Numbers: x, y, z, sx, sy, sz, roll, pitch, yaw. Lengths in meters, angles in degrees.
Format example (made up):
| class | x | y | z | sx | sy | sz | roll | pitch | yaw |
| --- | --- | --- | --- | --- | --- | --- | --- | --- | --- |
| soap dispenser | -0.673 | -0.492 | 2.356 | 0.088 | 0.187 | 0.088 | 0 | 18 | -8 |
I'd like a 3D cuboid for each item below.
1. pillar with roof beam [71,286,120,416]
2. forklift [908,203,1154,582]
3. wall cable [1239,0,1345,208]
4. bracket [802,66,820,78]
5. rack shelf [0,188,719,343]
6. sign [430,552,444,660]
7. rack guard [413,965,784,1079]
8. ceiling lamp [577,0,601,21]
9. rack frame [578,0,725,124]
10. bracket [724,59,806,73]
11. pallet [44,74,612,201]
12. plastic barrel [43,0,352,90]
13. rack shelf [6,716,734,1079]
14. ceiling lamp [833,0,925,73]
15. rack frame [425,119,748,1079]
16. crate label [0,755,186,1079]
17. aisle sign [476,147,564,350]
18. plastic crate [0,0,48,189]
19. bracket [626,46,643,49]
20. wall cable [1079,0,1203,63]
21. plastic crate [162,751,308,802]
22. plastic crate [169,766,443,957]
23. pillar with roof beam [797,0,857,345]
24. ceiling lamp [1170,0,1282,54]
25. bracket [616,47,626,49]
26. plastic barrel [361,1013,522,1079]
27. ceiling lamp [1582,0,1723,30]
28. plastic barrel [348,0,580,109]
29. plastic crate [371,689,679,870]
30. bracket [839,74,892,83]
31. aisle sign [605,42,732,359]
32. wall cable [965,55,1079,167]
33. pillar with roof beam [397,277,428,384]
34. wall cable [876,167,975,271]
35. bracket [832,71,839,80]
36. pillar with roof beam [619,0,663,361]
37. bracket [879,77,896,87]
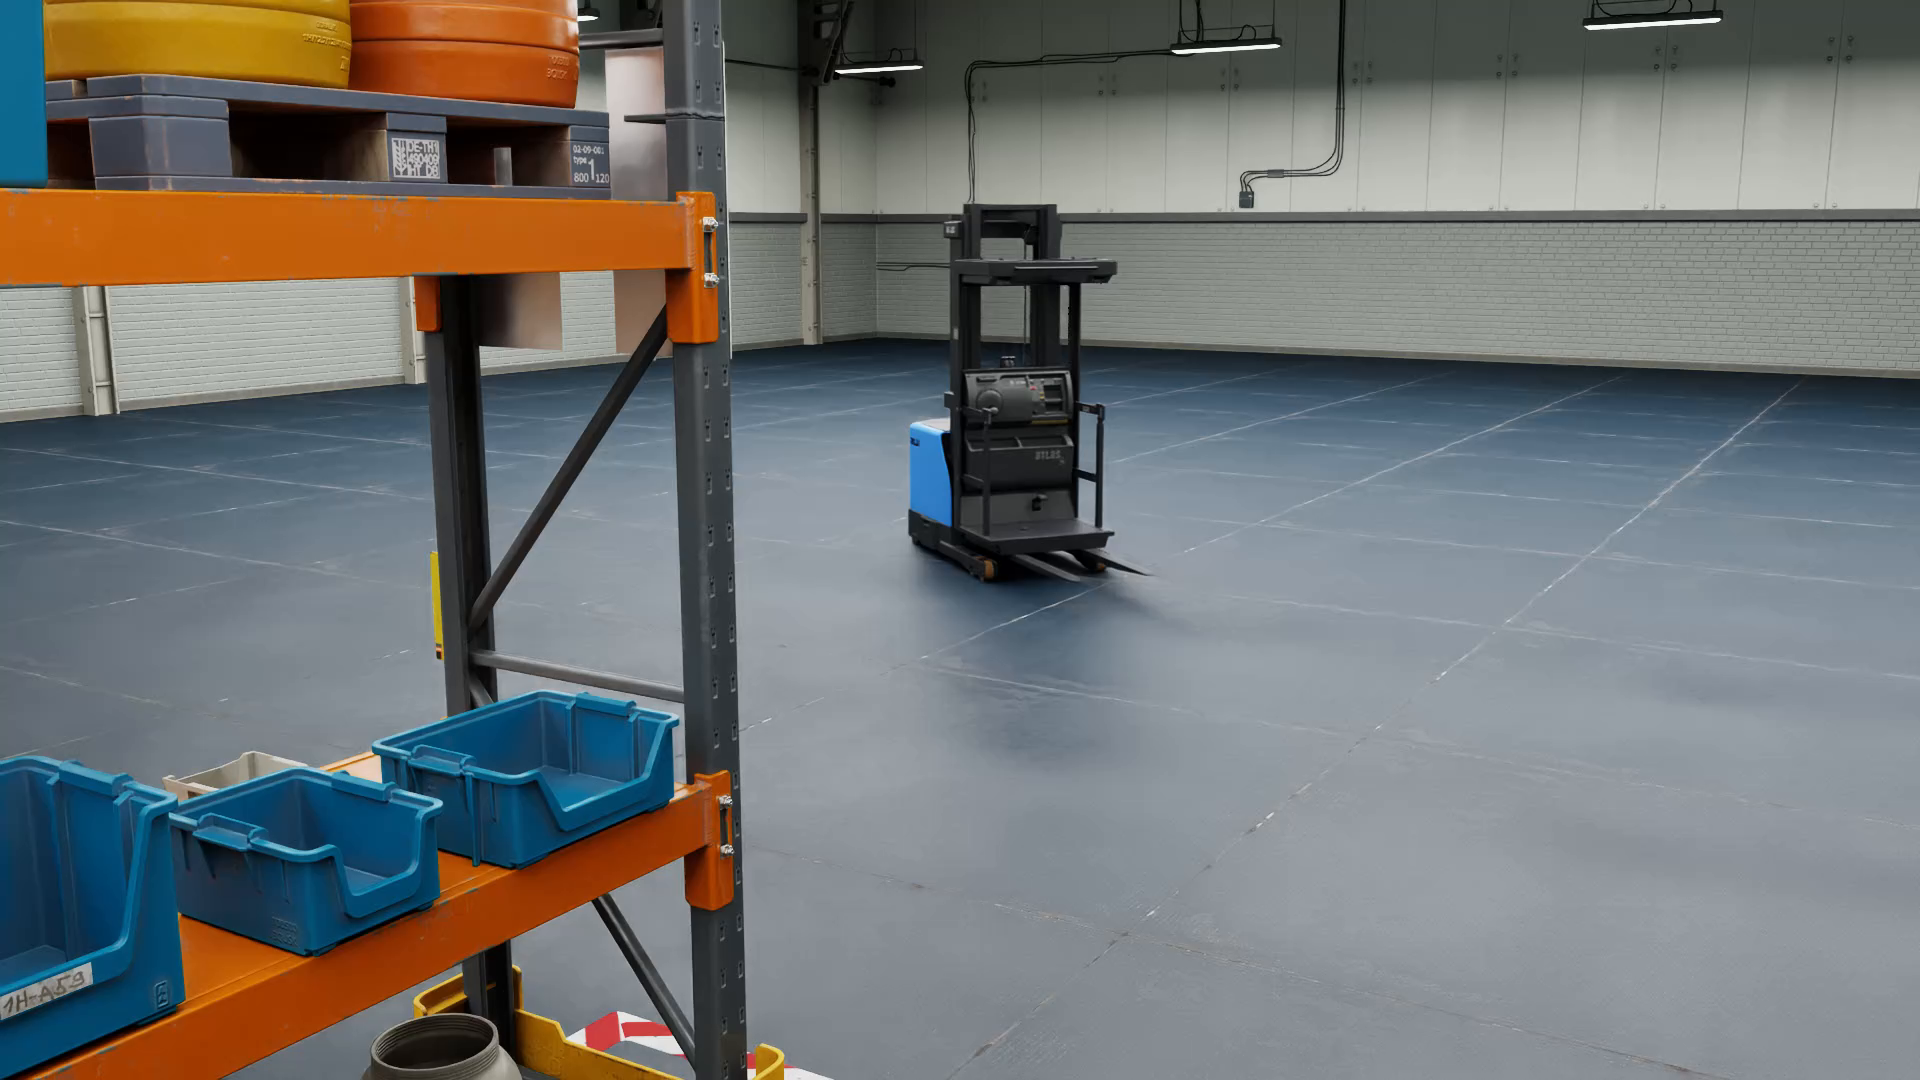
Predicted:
| class | x | y | z | sx | sy | sz | roll | pitch | yaw |
| --- | --- | --- | --- | --- | --- | --- | --- | --- | --- |
| pillar with roof beam | -9.218 | -5.907 | 21.964 | 9.100 | 9.000 | 0.400 | 6 | 12 | 31 |
| forklift | 0.564 | -1.204 | 13.333 | 1.130 | 2.935 | 3.031 | -4 | 11 | -22 |
| wall cable | 7.213 | -10.248 | 35.912 | 2.305 | 6.003 | 0.169 | 6 | 12 | 31 |
| bracket | -3.464 | -10.819 | 38.421 | 0.235 | 0.232 | 0.430 | 6 | 12 | 31 |
| rack shelf | -2.087 | -0.418 | 2.753 | 1.077 | 0.370 | 4.000 | 6 | 12 | 31 |
| sign | -1.516 | 0.199 | 4.902 | 0.100 | 0.325 | 0.005 | 6 | 12 | 31 |
| rack guard | -1.048 | 1.633 | 4.785 | 1.175 | 0.500 | 0.348 | 6 | 12 | 31 |
| ceiling lamp | -6.229 | -9.524 | 25.422 | 2.000 | 3.185 | 0.800 | 6 | 12 | 31 |
| rack frame | -1.048 | -2.560 | 4.091 | 1.000 | 3.000 | 0.127 | 6 | 12 | 31 |
| bracket | -4.802 | -10.414 | 36.257 | 0.076 | 0.066 | 4.783 | 6 | 12 | 31 |
| pallet | -1.562 | -0.872 | 3.739 | 1.003 | 0.211 | 1.213 | 6 | 12 | 31 |
| plastic barrel | -1.532 | -1.194 | 3.288 | 0.600 | 0.588 | 0.600 | 0 | 11 | 0 |
| rack shelf | -2.087 | 1.057 | 3.029 | 1.077 | 0.370 | 4.000 | 6 | 12 | 31 |
| ceiling lamp | -1.499 | -10.956 | 33.075 | 2.000 | 3.185 | 0.800 | 6 | 12 | 31 |
| rack frame | -1.048 | 0.388 | 4.643 | 1.000 | 3.000 | 0.127 | 6 | 12 | 31 |
| crate label | -1.773 | 0.686 | 2.955 | 0.502 | 0.435 | 0.616 | 6 | 12 | 31 |
| aisle sign | -1.261 | -0.929 | 4.613 | 0.394 | 0.787 | 0.004 | 6 | 12 | 31 |
| plastic crate | -1.781 | -0.749 | 2.612 | 0.392 | 0.384 | 0.575 | 6 | 12 | 31 |
| bracket | -6.579 | -9.875 | 33.381 | 0.235 | 0.232 | 0.430 | 6 | 12 | 31 |
| wall cable | 4.065 | -12.123 | 37.525 | 3.097 | 2.526 | 0.112 | 6 | 12 | 31 |
| plastic crate | -1.788 | 0.628 | 4.079 | 0.298 | 0.136 | 0.250 | 6 | 12 | 31 |
| plastic crate | -1.395 | 0.670 | 3.541 | 0.499 | 0.251 | 0.408 | 6 | 12 | 31 |
| pillar with roof beam | 0.127 | -8.737 | 37.085 | 9.100 | 9.000 | 0.548 | 6 | 12 | 31 |
| ceiling lamp | 4.817 | -10.250 | 29.304 | 2.000 | 3.185 | 0.800 | 6 | 12 | 31 |
| bracket | -7.917 | -9.470 | 31.217 | 0.076 | 0.066 | 4.783 | 6 | 12 | 31 |
| plastic barrel | -1.325 | 1.516 | 4.241 | 0.421 | 0.512 | 0.421 | 0 | 11 | 0 |
| ceiling lamp | 10.851 | -9.576 | 25.701 | 2.000 | 3.185 | 0.800 | 6 | 12 | 31 |
| plastic barrel | -1.192 | -1.415 | 3.815 | 0.600 | 0.830 | 0.708 | 6 | 12 | 31 |
| plastic crate | -1.053 | 0.569 | 4.083 | 0.499 | 0.251 | 0.616 | 6 | 12 | 31 |
| bracket | -2.109 | -11.229 | 40.613 | 0.076 | 0.066 | 3.189 | 6 | 12 | 31 |
| aisle sign | -0.757 | -0.872 | 4.312 | 0.394 | 0.787 | 0.004 | 6 | 12 | 31 |
| wall cable | 1.420 | -10.183 | 39.523 | 3.097 | 2.526 | 0.112 | 6 | 12 | 31 |
| pillar with roof beam | -6.103 | -6.850 | 27.005 | 9.100 | 9.000 | 0.548 | 6 | 12 | 31 |
| wall cable | -0.892 | -7.959 | 41.368 | 3.097 | 2.526 | 0.112 | 6 | 12 | 31 |
| bracket | -3.033 | -10.949 | 39.119 | 0.235 | 0.232 | 0.430 | 6 | 12 | 31 |
| pillar with roof beam | -2.988 | -7.794 | 32.045 | 9.100 | 9.000 | 0.548 | 6 | 12 | 31 |
| bracket | -1.803 | -11.322 | 41.110 | 0.235 | 0.232 | 0.430 | 6 | 12 | 31 |
